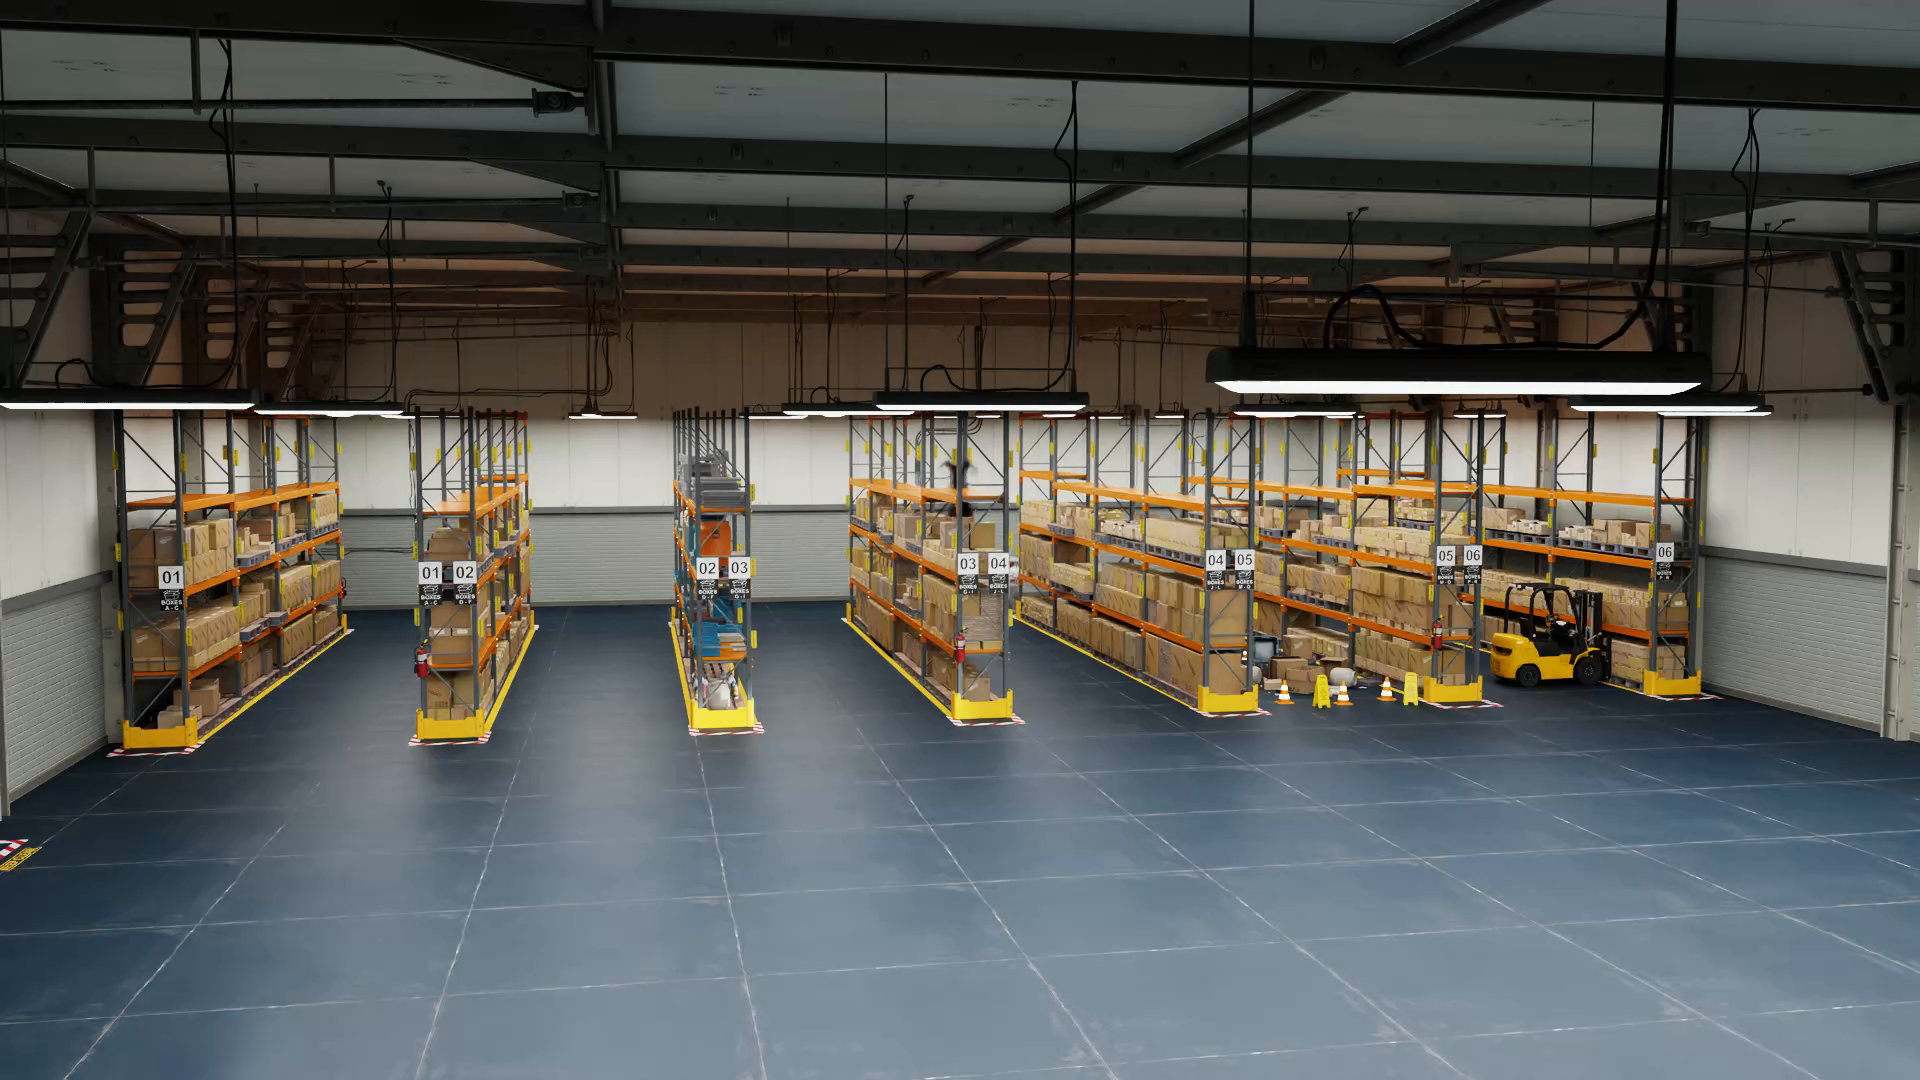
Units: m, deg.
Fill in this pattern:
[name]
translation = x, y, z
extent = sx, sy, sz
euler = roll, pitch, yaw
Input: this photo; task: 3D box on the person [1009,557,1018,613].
[person]
translation = 1.482, 1.347, 49.516
extent = 0.670, 1.717, 0.724
euler = -2, 5, -30
